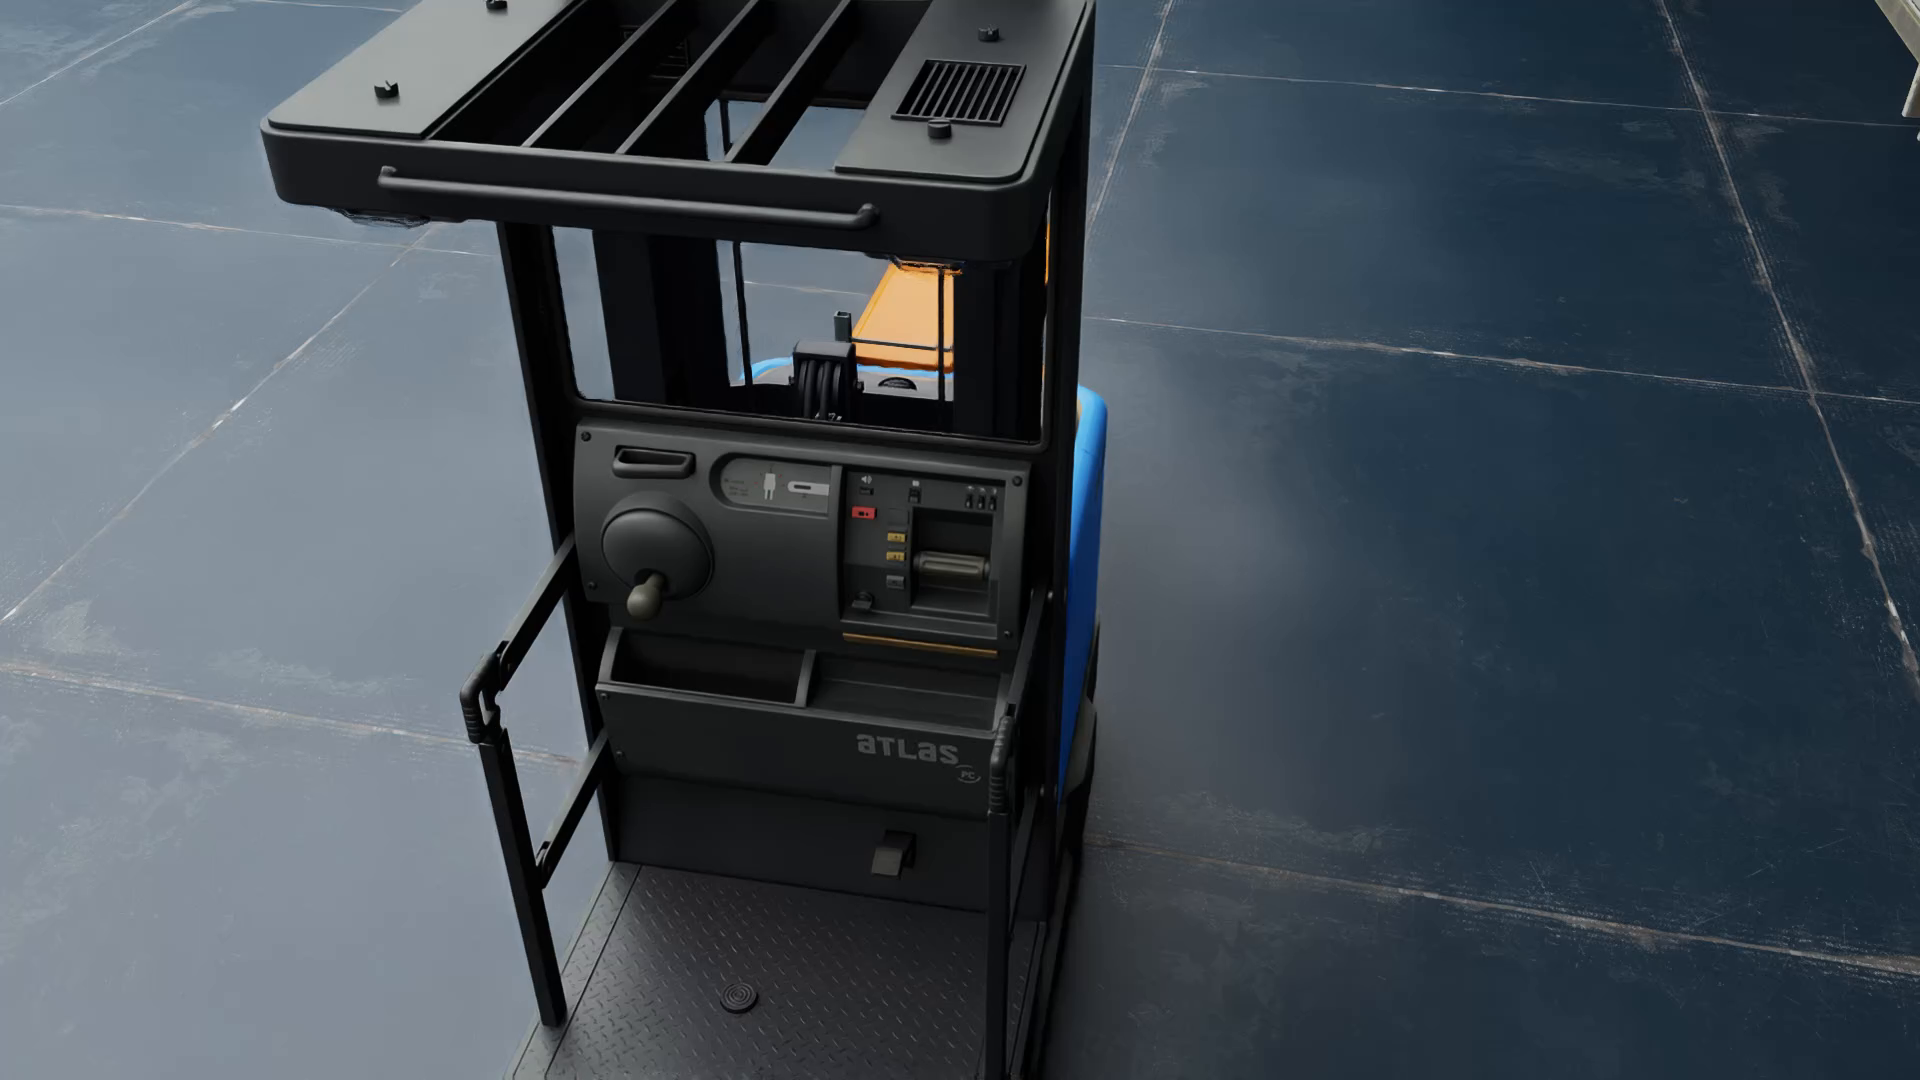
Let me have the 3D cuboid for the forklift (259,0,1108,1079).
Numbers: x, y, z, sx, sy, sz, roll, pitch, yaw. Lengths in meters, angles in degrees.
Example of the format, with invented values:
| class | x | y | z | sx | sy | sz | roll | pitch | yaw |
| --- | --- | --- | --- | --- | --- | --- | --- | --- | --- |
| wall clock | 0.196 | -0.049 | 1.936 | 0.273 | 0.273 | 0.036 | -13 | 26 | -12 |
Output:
| class | x | y | z | sx | sy | sz | roll | pitch | yaw |
| --- | --- | --- | --- | --- | --- | --- | --- | --- | --- |
| forklift | -0.364 | 0.060 | 3.170 | 1.130 | 2.935 | 3.031 | 6 | 36 | 9 |

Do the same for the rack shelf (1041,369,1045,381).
| class | x | y | z | sx | sy | sz | roll | pitch | yaw |
| --- | --- | --- | --- | --- | --- | --- | --- | --- | --- |
| rack shelf | -0.001 | -0.254 | 5.558 | 0.538 | 0.278 | 1.000 | 7 | 37 | 10 |

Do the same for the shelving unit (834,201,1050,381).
| class | x | y | z | sx | sy | sz | roll | pitch | yaw |
| --- | --- | --- | --- | --- | --- | --- | --- | --- | --- |
| shelving unit | -0.001 | -0.452 | 5.415 | 0.538 | 1.125 | 1.048 | 7 | 37 | 10 |

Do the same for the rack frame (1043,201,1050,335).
| class | x | y | z | sx | sy | sz | roll | pitch | yaw |
| --- | --- | --- | --- | --- | --- | --- | --- | --- | --- |
| rack frame | 0.107 | -0.743 | 5.817 | 0.500 | 1.125 | 0.032 | 7 | 37 | 10 |

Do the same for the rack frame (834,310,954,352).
| class | x | y | z | sx | sy | sz | roll | pitch | yaw |
| --- | --- | --- | --- | --- | --- | --- | --- | --- | --- |
| rack frame | -0.110 | -0.160 | 5.012 | 0.500 | 1.125 | 0.032 | 7 | 37 | 10 |

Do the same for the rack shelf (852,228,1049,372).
| class | x | y | z | sx | sy | sz | roll | pitch | yaw |
| --- | --- | --- | --- | --- | --- | --- | --- | --- | --- |
| rack shelf | -0.001 | -0.689 | 5.243 | 0.538 | 0.278 | 1.000 | 7 | 37 | 10 |

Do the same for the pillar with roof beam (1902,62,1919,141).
| class | x | y | z | sx | sy | sz | roll | pitch | yaw |
| --- | --- | --- | --- | --- | --- | --- | --- | --- | --- |
| pillar with roof beam | 0.947 | -6.339 | 6.828 | 9.100 | 9.000 | 0.400 | 7 | 37 | 10 |
